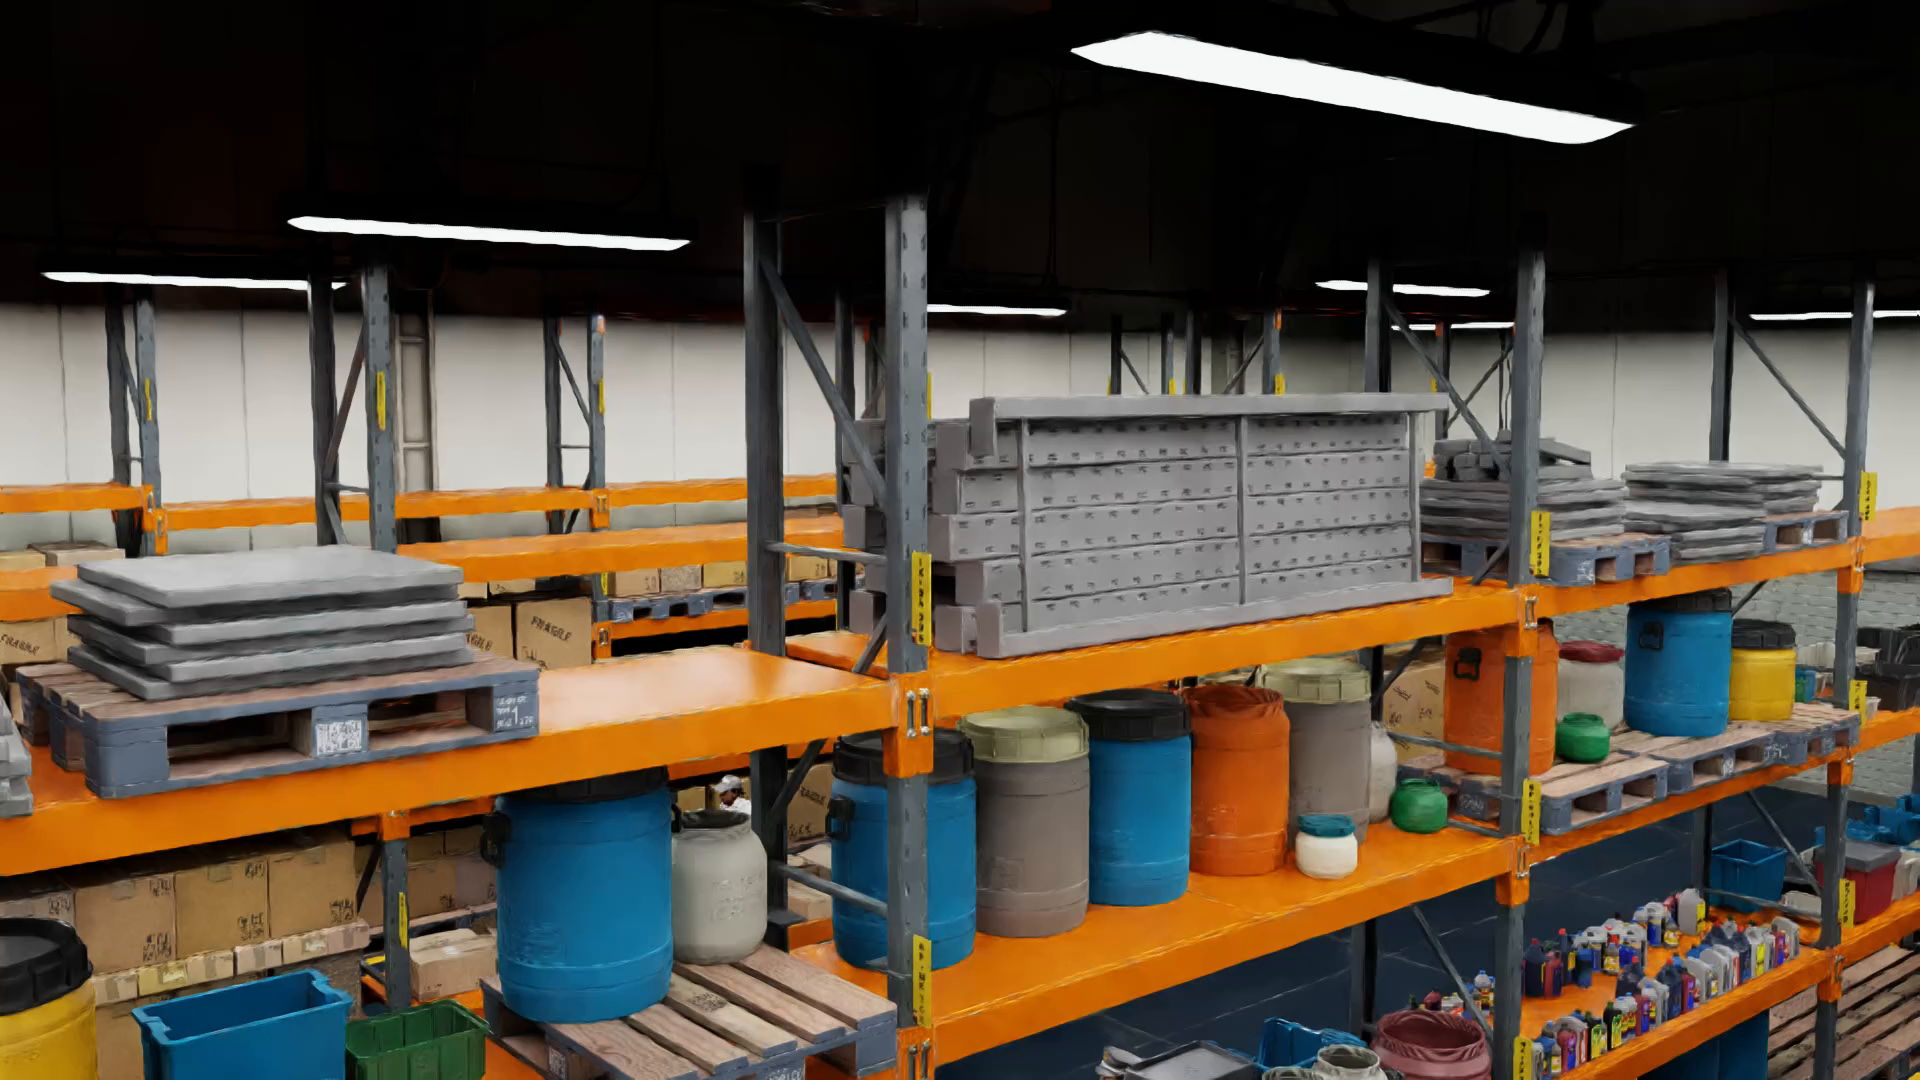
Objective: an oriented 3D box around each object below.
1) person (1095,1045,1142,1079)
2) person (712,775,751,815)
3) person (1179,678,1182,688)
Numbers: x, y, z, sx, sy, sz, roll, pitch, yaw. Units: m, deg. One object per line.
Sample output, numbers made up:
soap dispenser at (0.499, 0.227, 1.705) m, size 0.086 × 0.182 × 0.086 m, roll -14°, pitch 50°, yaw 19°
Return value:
person at (0.861, 3.489, 8.890) m, size 0.989 × 1.621 × 0.482 m, roll -3°, pitch 6°, yaw -31°
person at (-1.989, 2.914, 15.181) m, size 0.828 × 1.599 × 0.628 m, roll -4°, pitch 7°, yaw -35°
person at (2.835, 2.136, 22.865) m, size 0.481 × 1.677 × 0.520 m, roll 0°, pitch 6°, yaw -3°
